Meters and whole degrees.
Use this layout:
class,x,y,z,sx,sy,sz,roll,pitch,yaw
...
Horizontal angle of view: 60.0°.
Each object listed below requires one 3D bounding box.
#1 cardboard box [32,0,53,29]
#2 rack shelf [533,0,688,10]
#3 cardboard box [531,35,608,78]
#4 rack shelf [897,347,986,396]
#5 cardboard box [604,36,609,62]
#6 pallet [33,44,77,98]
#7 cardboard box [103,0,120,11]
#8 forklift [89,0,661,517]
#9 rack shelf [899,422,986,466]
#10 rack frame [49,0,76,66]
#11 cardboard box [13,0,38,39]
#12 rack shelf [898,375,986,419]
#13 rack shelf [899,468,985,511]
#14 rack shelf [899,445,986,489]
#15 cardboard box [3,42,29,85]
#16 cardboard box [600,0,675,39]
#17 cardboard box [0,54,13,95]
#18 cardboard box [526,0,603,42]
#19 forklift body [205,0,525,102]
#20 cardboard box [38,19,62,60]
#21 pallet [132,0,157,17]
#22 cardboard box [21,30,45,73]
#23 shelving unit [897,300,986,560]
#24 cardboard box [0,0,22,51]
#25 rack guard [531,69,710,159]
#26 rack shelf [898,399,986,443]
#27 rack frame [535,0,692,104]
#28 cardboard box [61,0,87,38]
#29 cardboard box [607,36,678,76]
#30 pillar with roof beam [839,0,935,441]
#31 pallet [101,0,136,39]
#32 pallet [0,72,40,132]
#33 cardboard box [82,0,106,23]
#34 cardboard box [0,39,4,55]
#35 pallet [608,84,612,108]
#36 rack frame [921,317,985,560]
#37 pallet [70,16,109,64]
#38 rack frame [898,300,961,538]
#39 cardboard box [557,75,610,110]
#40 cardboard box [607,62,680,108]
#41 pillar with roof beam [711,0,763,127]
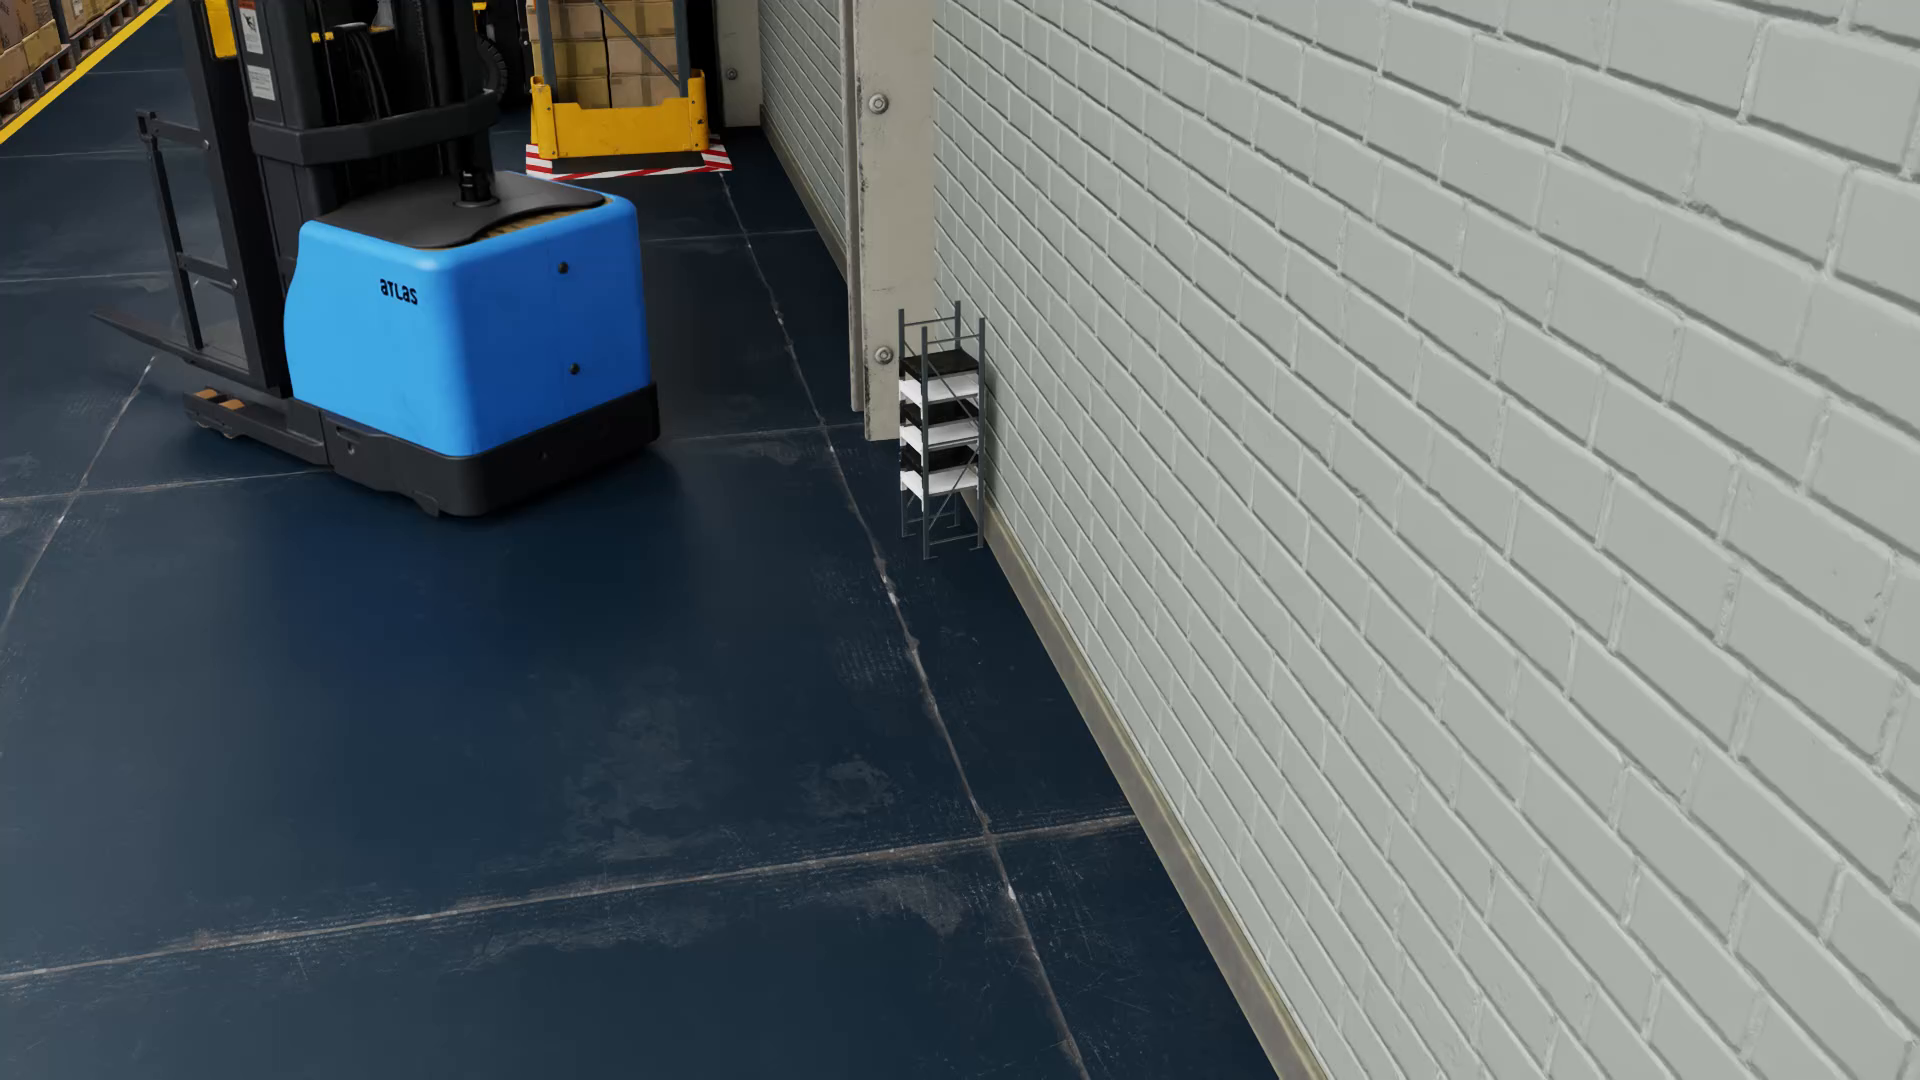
class,x,y,z,sx,sy,sz,roll,pitch,yaw
cardboard box,-7.706,-4.413,13.418,0.500,0.500,0.500,-6,27,-12
rack shelf,-2.815,-4.657,12.947,1.077,0.370,4.000,-6,27,-12
cardboard box,-2.779,-3.466,11.818,0.500,0.250,0.500,-6,27,-12
rack shelf,-0.065,-0.603,5.921,0.258,0.077,0.200,-12,29,-22
cardboard box,-2.392,-3.730,12.342,0.500,0.250,0.500,-6,27,-12
pallet,-7.915,-3.815,13.574,1.003,0.211,1.213,-6,27,-12
cardboard box,-8.545,-5.216,15.705,0.950,0.372,0.625,-5,27,-10
forklift,-2.738,-1.911,6.784,3.031,2.935,1.130,19,32,32
rack shelf,-0.065,-0.362,6.043,0.258,0.077,0.200,-12,29,-22
rack frame,-8.101,-5.351,13.522,1.000,3.000,0.127,-6,27,-12
cardboard box,-7.590,-4.190,12.976,0.500,0.500,0.500,-5,27,-11
rack shelf,-0.065,-0.523,5.962,0.258,0.077,0.200,-12,29,-22
rack shelf,-0.065,-0.202,6.124,0.258,0.077,0.200,-12,29,-22
rack shelf,-0.065,-0.282,6.084,0.258,0.077,0.200,-12,29,-22
cardboard box,-7.466,-3.622,12.683,0.500,0.250,0.500,-6,27,-11
cardboard box,-2.288,-3.737,11.801,0.500,0.250,0.500,-6,27,-12
cardboard box,-7.355,-3.400,12.243,0.500,0.250,0.500,-4,27,-8
cardboard box,-2.772,-3.677,11.683,0.500,0.250,0.500,-5,27,-10
forklift body,-4.569,-4.369,12.519,2.313,2.155,1.214,-6,27,-12
cardboard box,-7.706,-4.079,13.587,0.500,0.250,0.500,-5,27,-9
pallet,-8.828,-5.519,16.950,1.003,0.211,1.213,-6,27,-12
cardboard box,-7.576,-3.846,13.126,0.500,0.250,0.500,-7,28,-13
shelving unit,-0.065,-0.392,6.028,0.258,0.900,0.210,-12,29,-22
cardboard box,-7.474,-3.966,12.532,0.500,0.500,0.500,-5,27,-9
rack guard,-2.359,-2.974,11.588,1.175,0.500,0.348,-6,27,-12
rack shelf,-0.065,-0.443,6.002,0.258,0.077,0.200,-12,29,-22
rack frame,-2.364,-4.101,11.045,1.000,3.000,0.127,-6,27,-12
cardboard box,-8.221,-4.595,14.476,0.950,0.372,0.625,-6,27,-11
cardboard box,-2.268,-3.511,11.908,0.500,0.250,0.500,-5,27,-11
pillar with roof beam,-4.485,-4.105,4.396,9.100,9.000,0.400,-6,27,-12
pallet,-8.556,-4.984,15.891,1.003,0.211,1.213,-6,27,-12
pallet,-7.637,-3.278,12.511,1.003,0.211,1.213,-6,27,-12
cardboard box,-8.387,-4.911,15.100,0.950,0.372,0.625,-4,27,-8
cardboard box,-7.345,-3.732,12.069,0.500,0.500,0.500,-5,27,-11
pallet,-2.577,-3.187,12.330,1.003,0.211,1.213,-6,27,-12
rack frame,-0.023,-0.350,5.946,0.240,0.900,0.006,-12,29,-22
pallet,-8.278,-4.448,14.828,1.003,0.211,1.213,-6,27,-12
rack frame,-0.108,-0.434,6.110,0.240,0.900,0.006,-12,29,-22
cardboard box,-2.778,-3.235,11.915,0.500,0.250,0.500,-6,27,-11
cardboard box,-2.284,-3.296,12.037,0.500,0.250,0.500,-6,27,-11
pillar with roof beam,-5.837,-6.739,9.614,9.100,9.000,0.400,-6,27,-12
